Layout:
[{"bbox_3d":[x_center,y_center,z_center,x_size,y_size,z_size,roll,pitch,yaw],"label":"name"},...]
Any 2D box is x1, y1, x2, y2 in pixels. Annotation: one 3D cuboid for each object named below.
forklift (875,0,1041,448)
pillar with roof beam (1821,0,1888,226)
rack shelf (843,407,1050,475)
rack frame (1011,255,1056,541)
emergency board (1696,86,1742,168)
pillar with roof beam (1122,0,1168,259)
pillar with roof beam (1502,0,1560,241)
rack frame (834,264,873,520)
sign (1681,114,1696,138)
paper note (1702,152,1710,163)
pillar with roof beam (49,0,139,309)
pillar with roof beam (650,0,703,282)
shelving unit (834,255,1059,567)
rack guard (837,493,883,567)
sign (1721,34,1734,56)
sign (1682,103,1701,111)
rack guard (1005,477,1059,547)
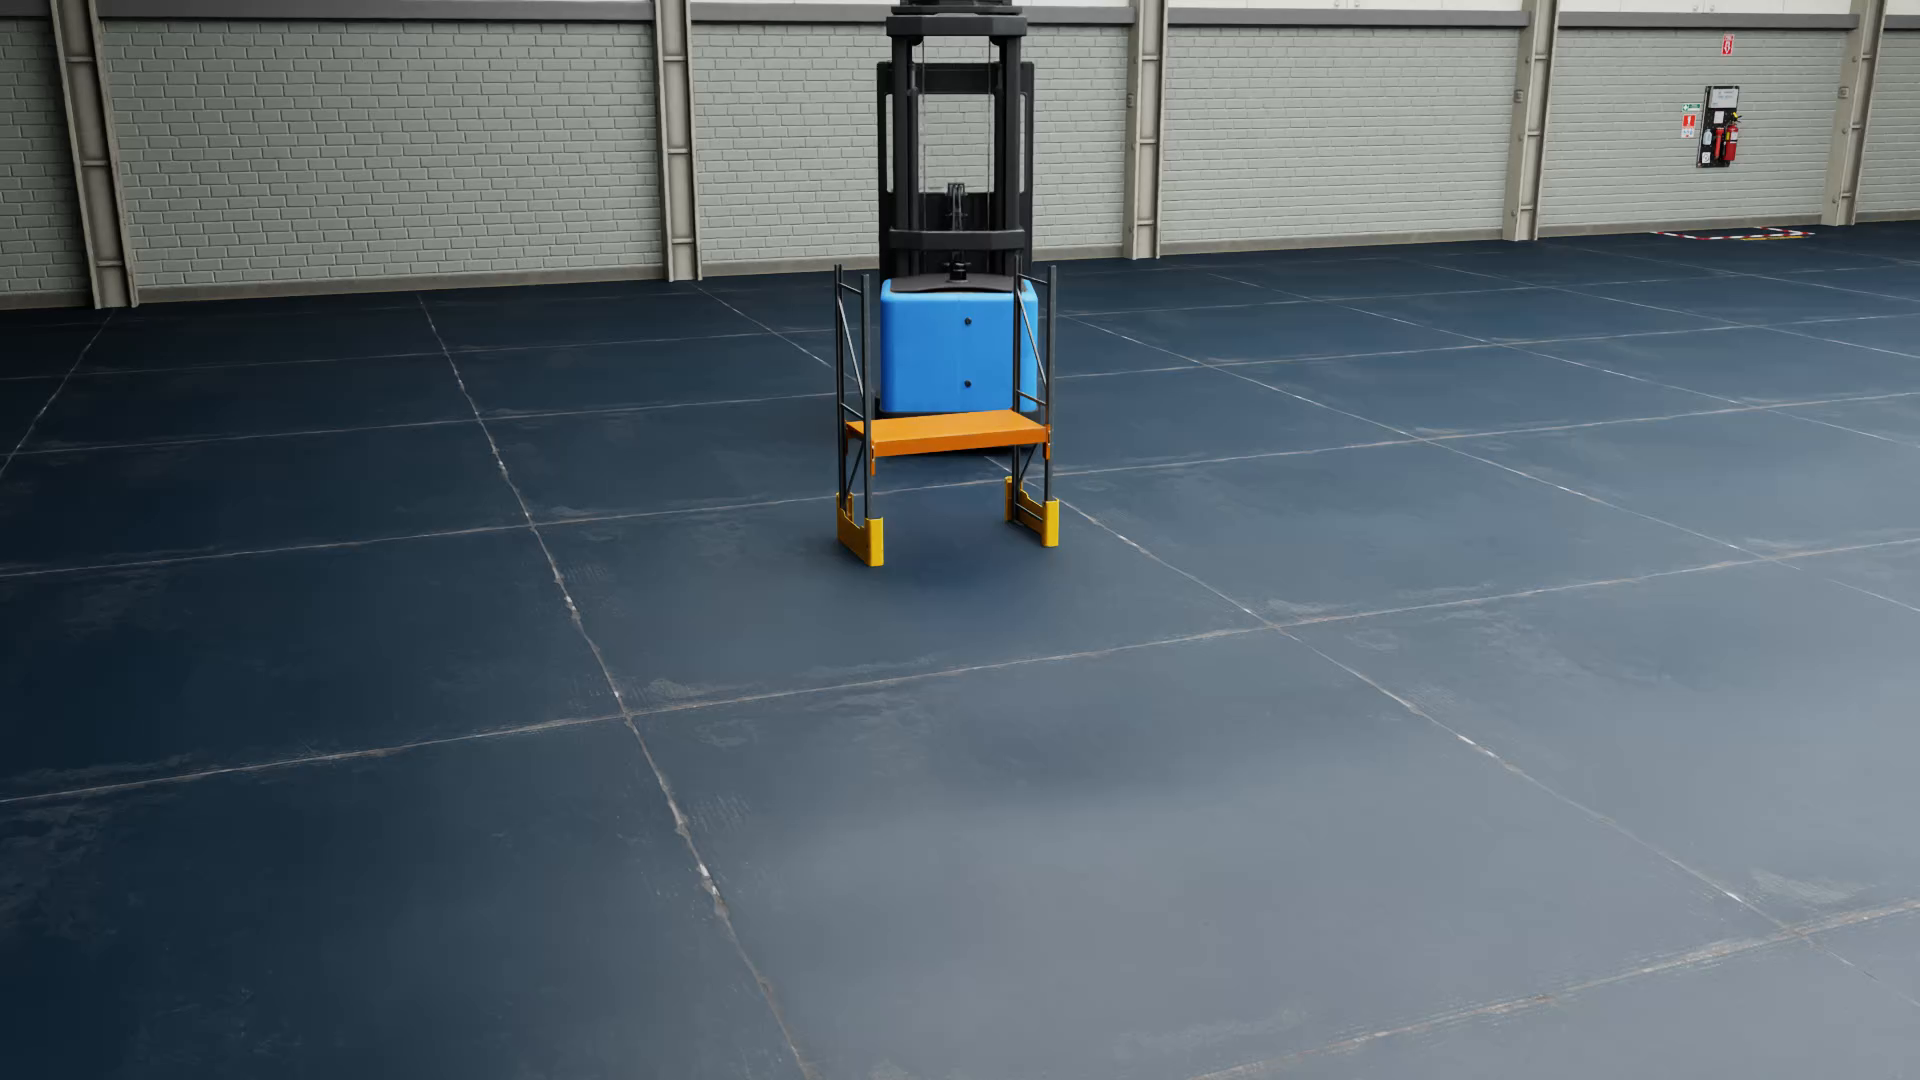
[{"bbox_3d":[-0.037,-2.366,11.953,1.130,2.935,3.031,0,16,-1],"label":"forklift"},{"bbox_3d":[15.095,-8.064,20.589,0.400,9.000,9.100,-6,17,-20],"label":"pillar with roof beam"},{"bbox_3d":[-0.080,-0.538,8.908,1.000,0.185,0.538,-6,17,-20],"label":"rack shelf"},{"bbox_3d":[0.395,-0.762,9.032,0.032,1.500,0.500,-6,17,-20],"label":"rack frame"},{"bbox_3d":[11.233,-6.080,24.477,0.643,1.169,0.194,-6,17,-20],"label":"emergency board"},{"bbox_3d":[3.889,-6.855,16.469,0.400,9.000,9.100,-6,17,-20],"label":"pillar with roof beam"},{"bbox_3d":[9.492,-7.460,18.529,0.400,9.000,9.100,-6,17,-20],"label":"pillar with roof beam"},{"bbox_3d":[-0.554,-0.660,8.683,0.032,1.500,0.500,-6,17,-20],"label":"rack frame"},{"bbox_3d":[10.680,-6.068,24.375,0.234,0.329,0.001,-6,17,-20],"label":"sign"},{"bbox_3d":[11.043,-5.657,24.603,0.142,0.148,0.016,-6,17,-20],"label":"paper note"},{"bbox_3d":[-7.316,-5.645,12.349,0.400,9.000,9.100,-6,17,-20],"label":"pillar with roof beam"},{"bbox_3d":[-1.713,-6.250,14.409,0.400,9.000,9.100,-6,17,-20],"label":"pillar with roof beam"},{"bbox_3d":[-0.071,-0.712,8.861,1.083,1.500,0.587,-6,17,-20],"label":"shelving unit"},{"bbox_3d":[-0.536,-0.062,8.866,0.087,0.250,0.587,-6,17,-20],"label":"rack guard"},{"bbox_3d":[11.190,-7.217,24.237,0.199,0.298,0.001,-6,17,-20],"label":"sign"},{"bbox_3d":[10.687,-6.320,24.294,0.331,0.109,0.001,-6,17,-20],"label":"sign"},{"bbox_3d":[0.394,-0.162,9.208,0.087,0.250,0.587,-6,17,-20],"label":"rack guard"}]
